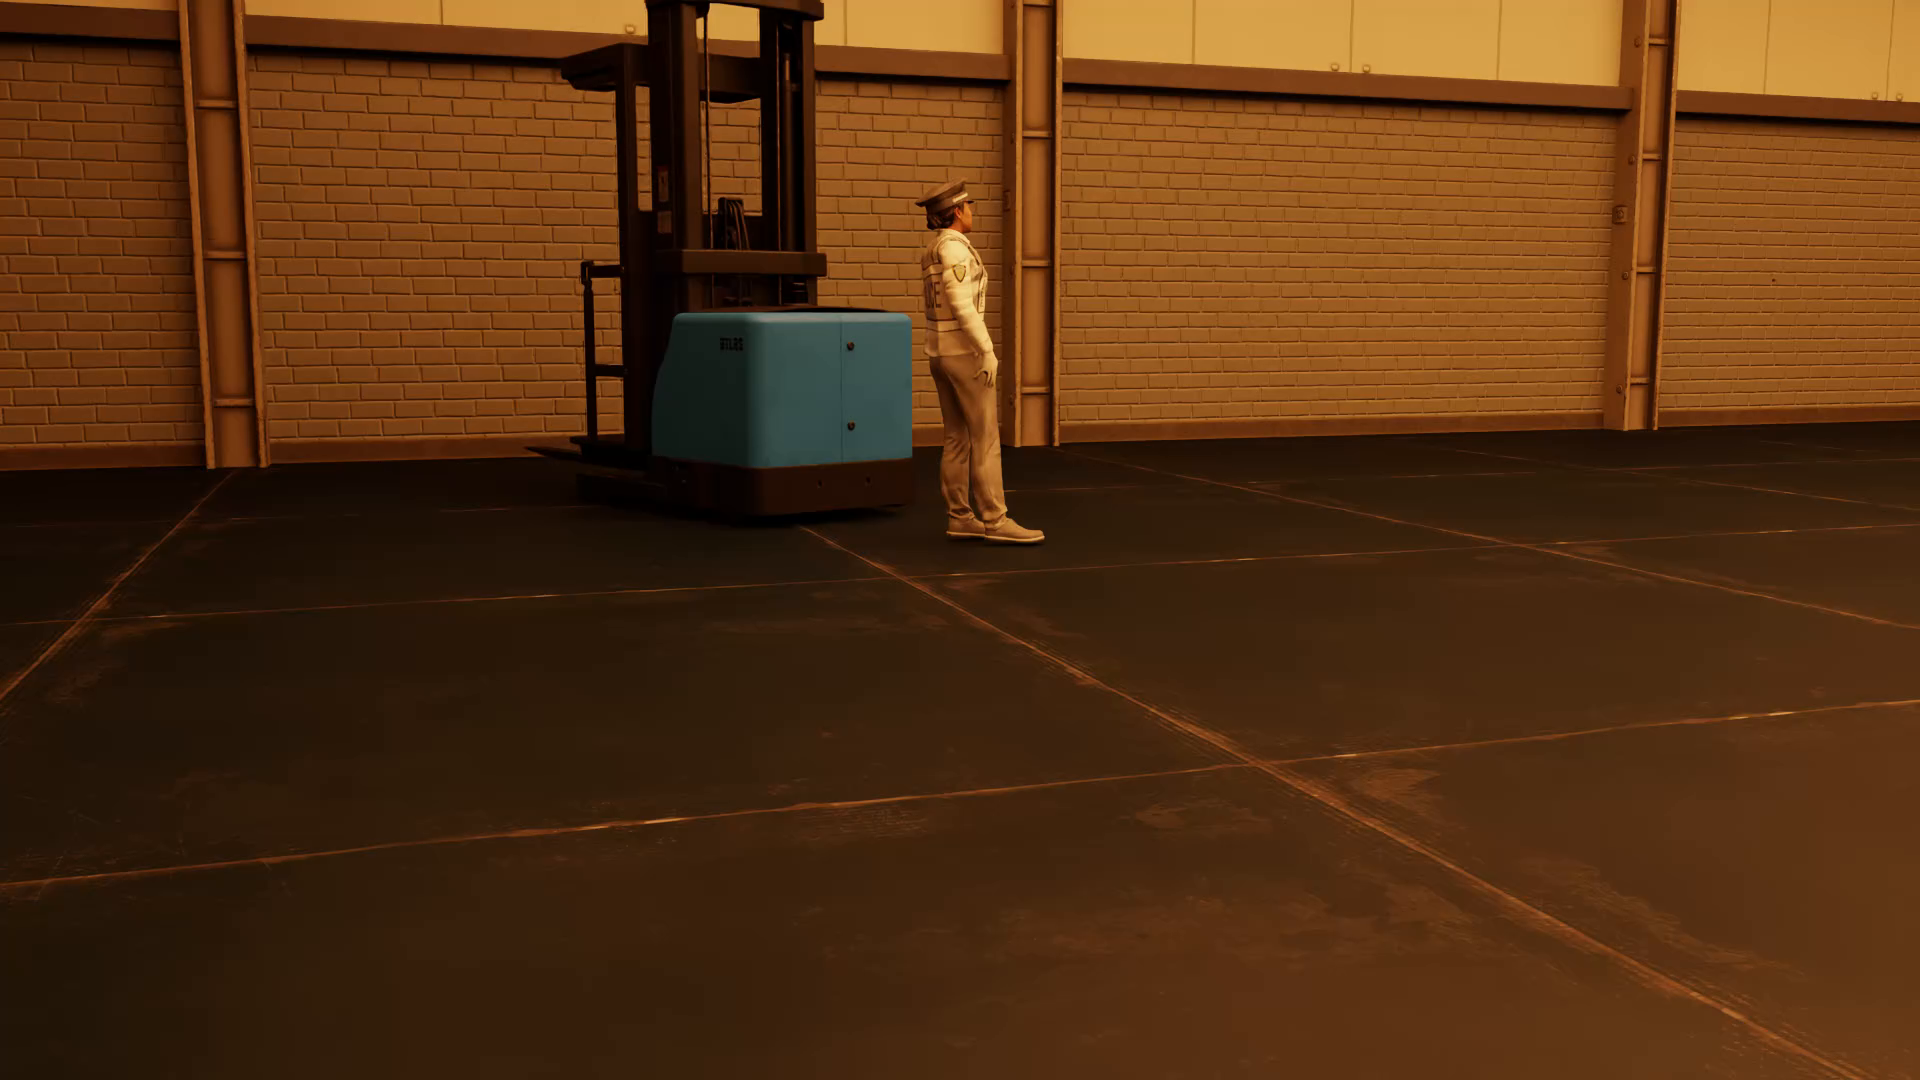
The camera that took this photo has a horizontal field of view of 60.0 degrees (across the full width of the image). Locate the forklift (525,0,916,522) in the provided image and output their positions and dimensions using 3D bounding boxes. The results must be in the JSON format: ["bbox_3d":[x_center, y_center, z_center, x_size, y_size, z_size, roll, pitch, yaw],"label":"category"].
[{"bbox_3d":[-1.561,-1.696,9.520,1.130,2.935,3.031,-6,10,-39],"label":"forklift"}]

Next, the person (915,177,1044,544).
[{"bbox_3d":[0.068,-0.849,7.824,0.529,1.694,0.587,-3,8,-18],"label":"person"}]
